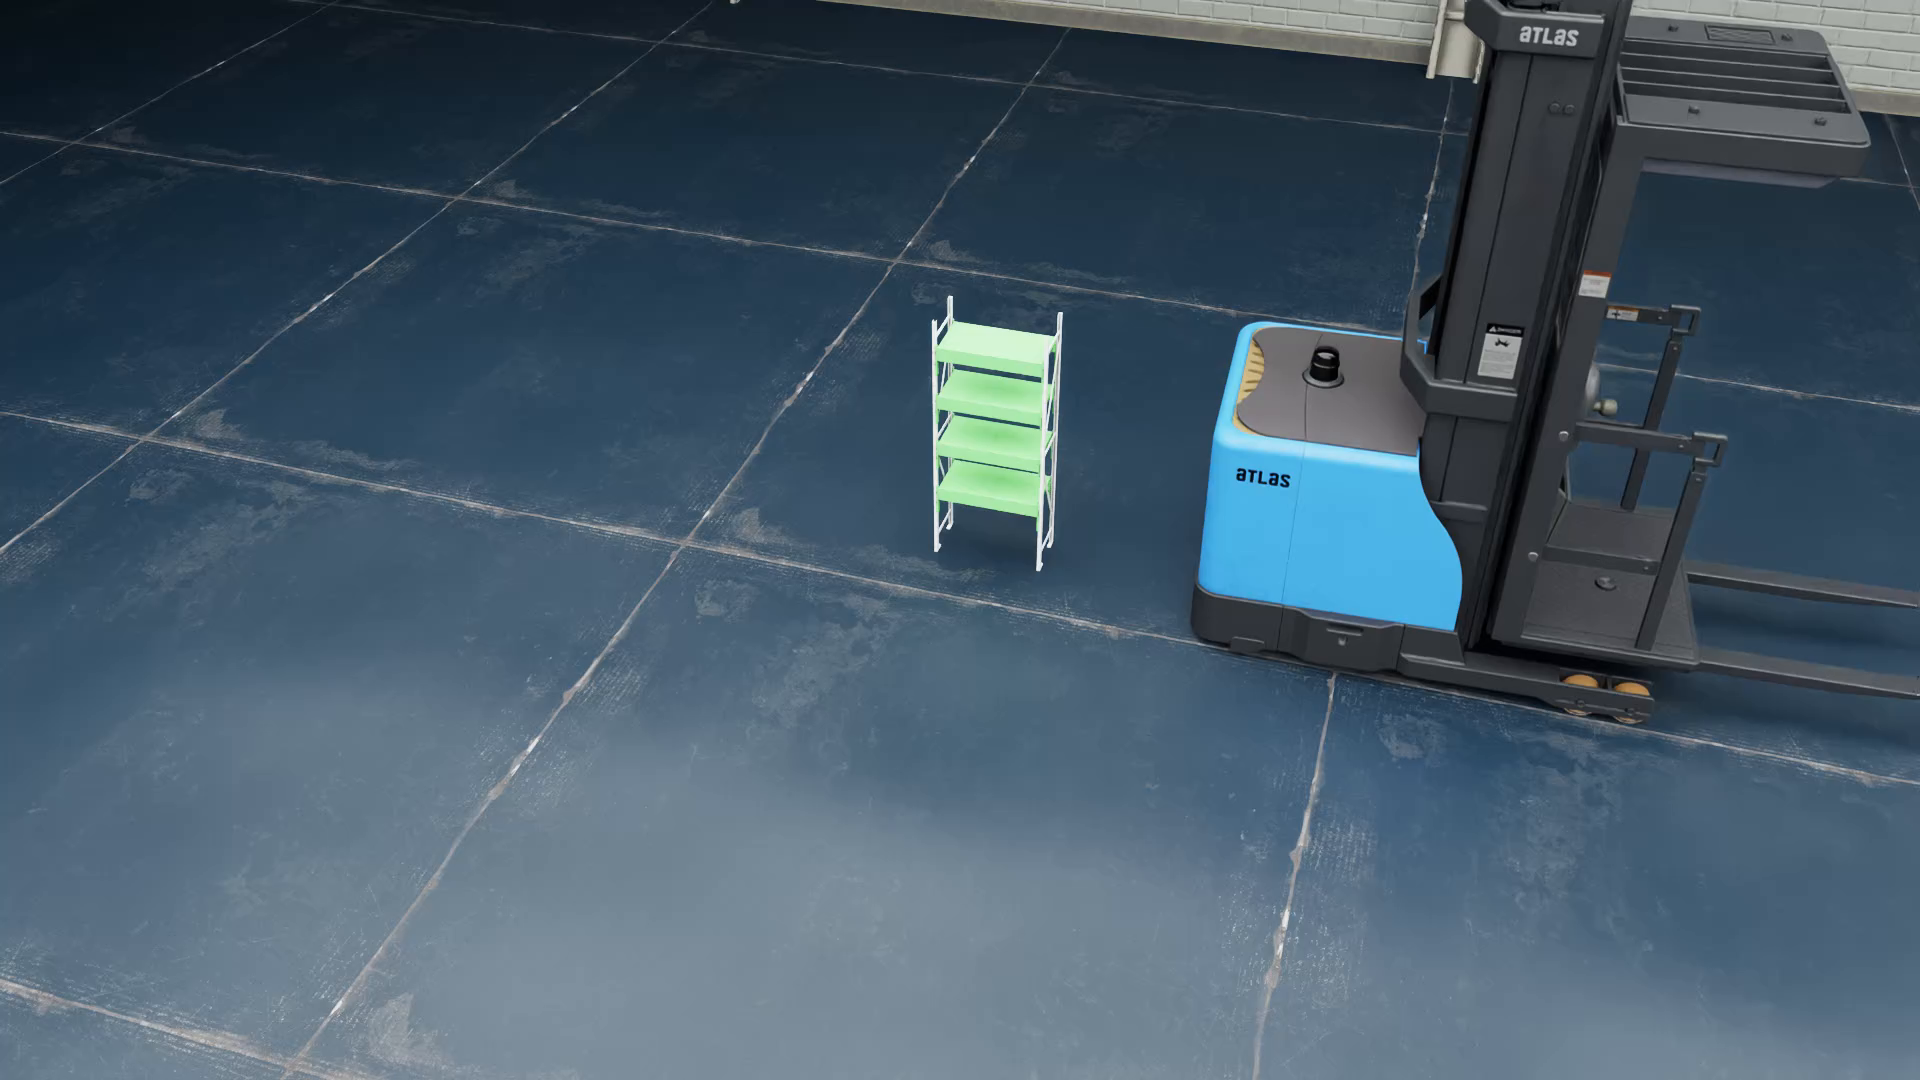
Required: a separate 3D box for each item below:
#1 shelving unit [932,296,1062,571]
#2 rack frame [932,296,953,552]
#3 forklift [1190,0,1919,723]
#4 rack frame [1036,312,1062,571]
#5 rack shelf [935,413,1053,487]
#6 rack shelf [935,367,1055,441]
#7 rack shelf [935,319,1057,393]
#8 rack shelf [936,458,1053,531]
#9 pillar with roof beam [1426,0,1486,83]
[{"bbox_3d":[0.158,-0.454,7.355,0.503,1.200,0.258,10,38,14],"label":"shelving unit"},{"bbox_3d":[-0.075,-0.497,7.413,0.015,1.200,0.240,10,38,14],"label":"rack frame"},{"bbox_3d":[2.563,-0.788,6.347,3.031,2.935,1.130,9,37,12],"label":"forklift"},{"bbox_3d":[0.391,-0.411,7.296,0.015,1.200,0.240,10,38,14],"label":"rack frame"},{"bbox_3d":[0.158,-0.403,7.392,0.480,0.148,0.258,10,38,14],"label":"rack shelf"},{"bbox_3d":[0.158,-0.596,7.250,0.480,0.148,0.258,10,38,14],"label":"rack shelf"},{"bbox_3d":[0.158,-0.789,7.108,0.480,0.148,0.258,10,38,14],"label":"rack shelf"},{"bbox_3d":[0.158,-0.209,7.535,0.480,0.148,0.258,10,38,14],"label":"rack shelf"},{"bbox_3d":[2.441,-4.703,6.549,0.400,9.000,9.100,10,38,14],"label":"pillar with roof beam"}]
